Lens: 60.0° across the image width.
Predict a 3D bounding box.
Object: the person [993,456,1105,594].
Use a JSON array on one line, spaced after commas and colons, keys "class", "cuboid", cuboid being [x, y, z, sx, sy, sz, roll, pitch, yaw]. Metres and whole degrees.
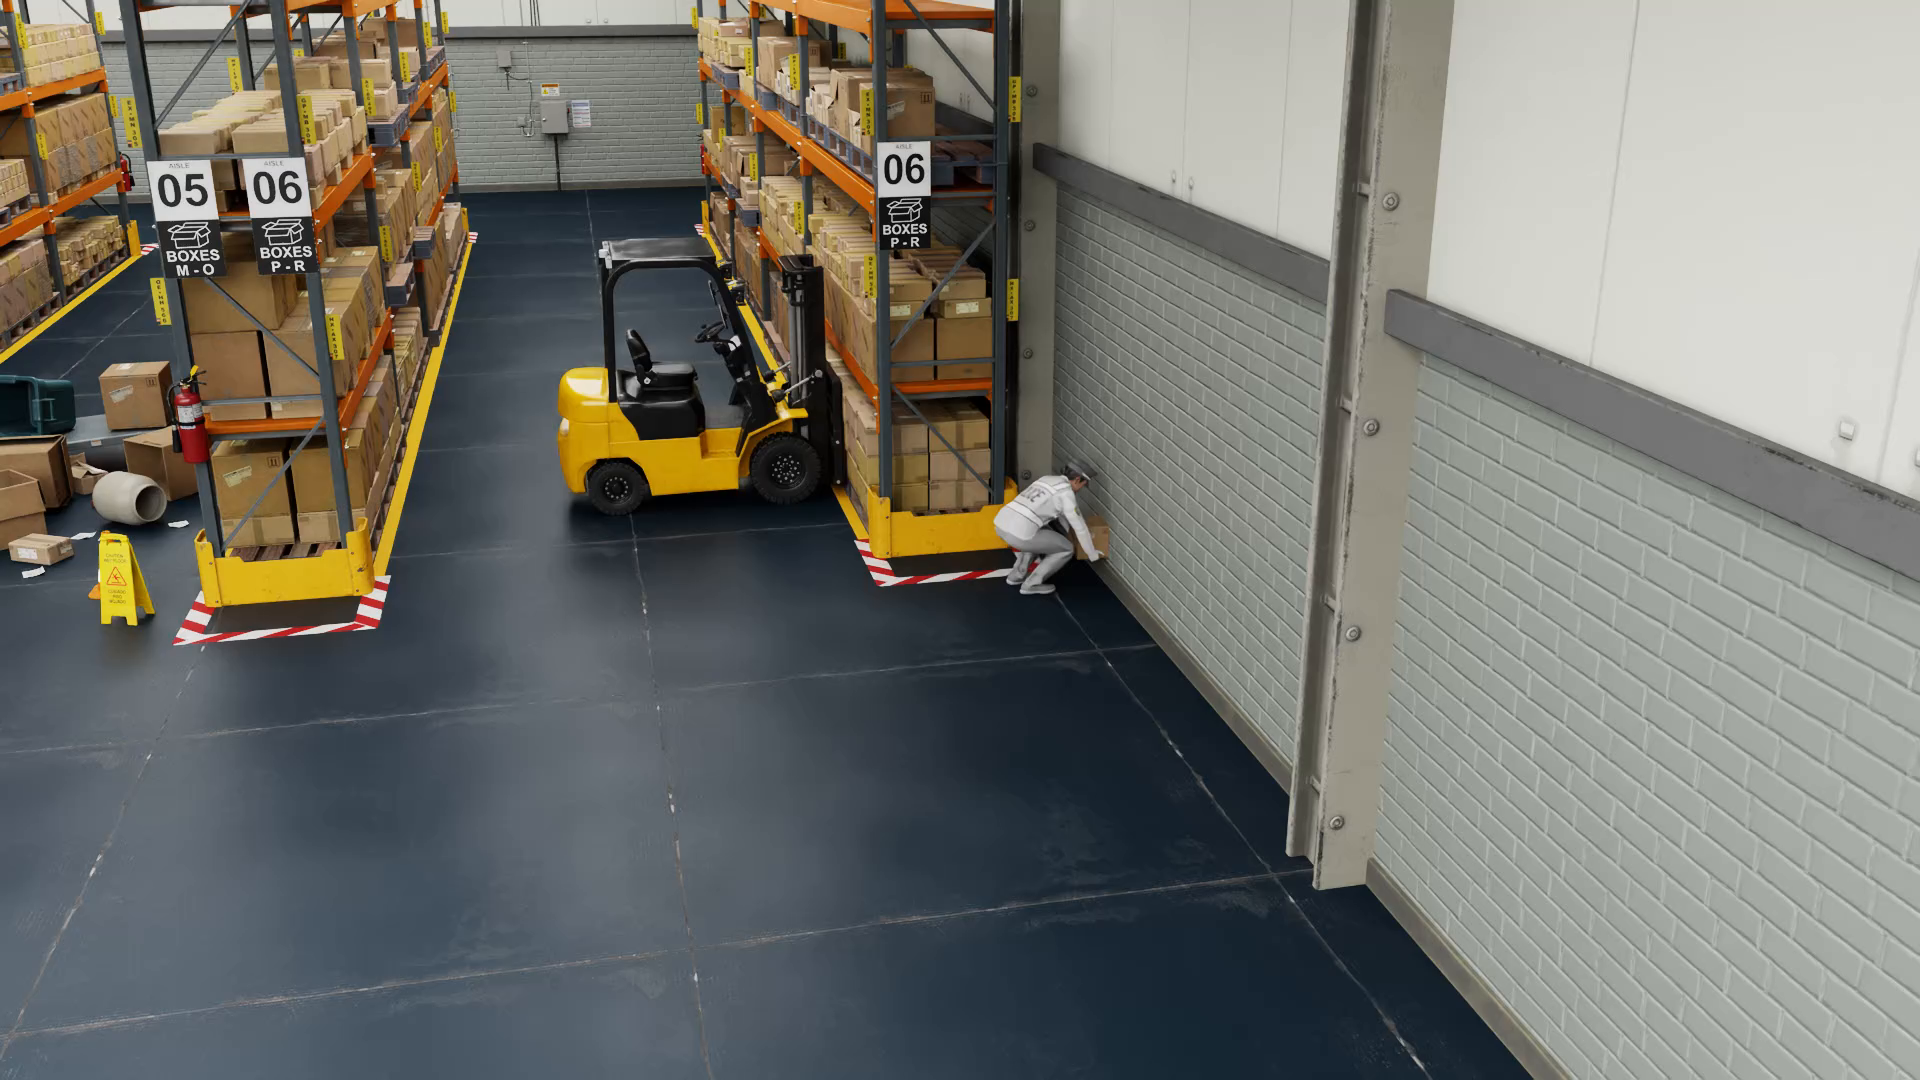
[{"class": "person", "cuboid": [0.674, -0.118, 12.442, 0.887, 0.974, 0.458, -9, 22, -25]}]
